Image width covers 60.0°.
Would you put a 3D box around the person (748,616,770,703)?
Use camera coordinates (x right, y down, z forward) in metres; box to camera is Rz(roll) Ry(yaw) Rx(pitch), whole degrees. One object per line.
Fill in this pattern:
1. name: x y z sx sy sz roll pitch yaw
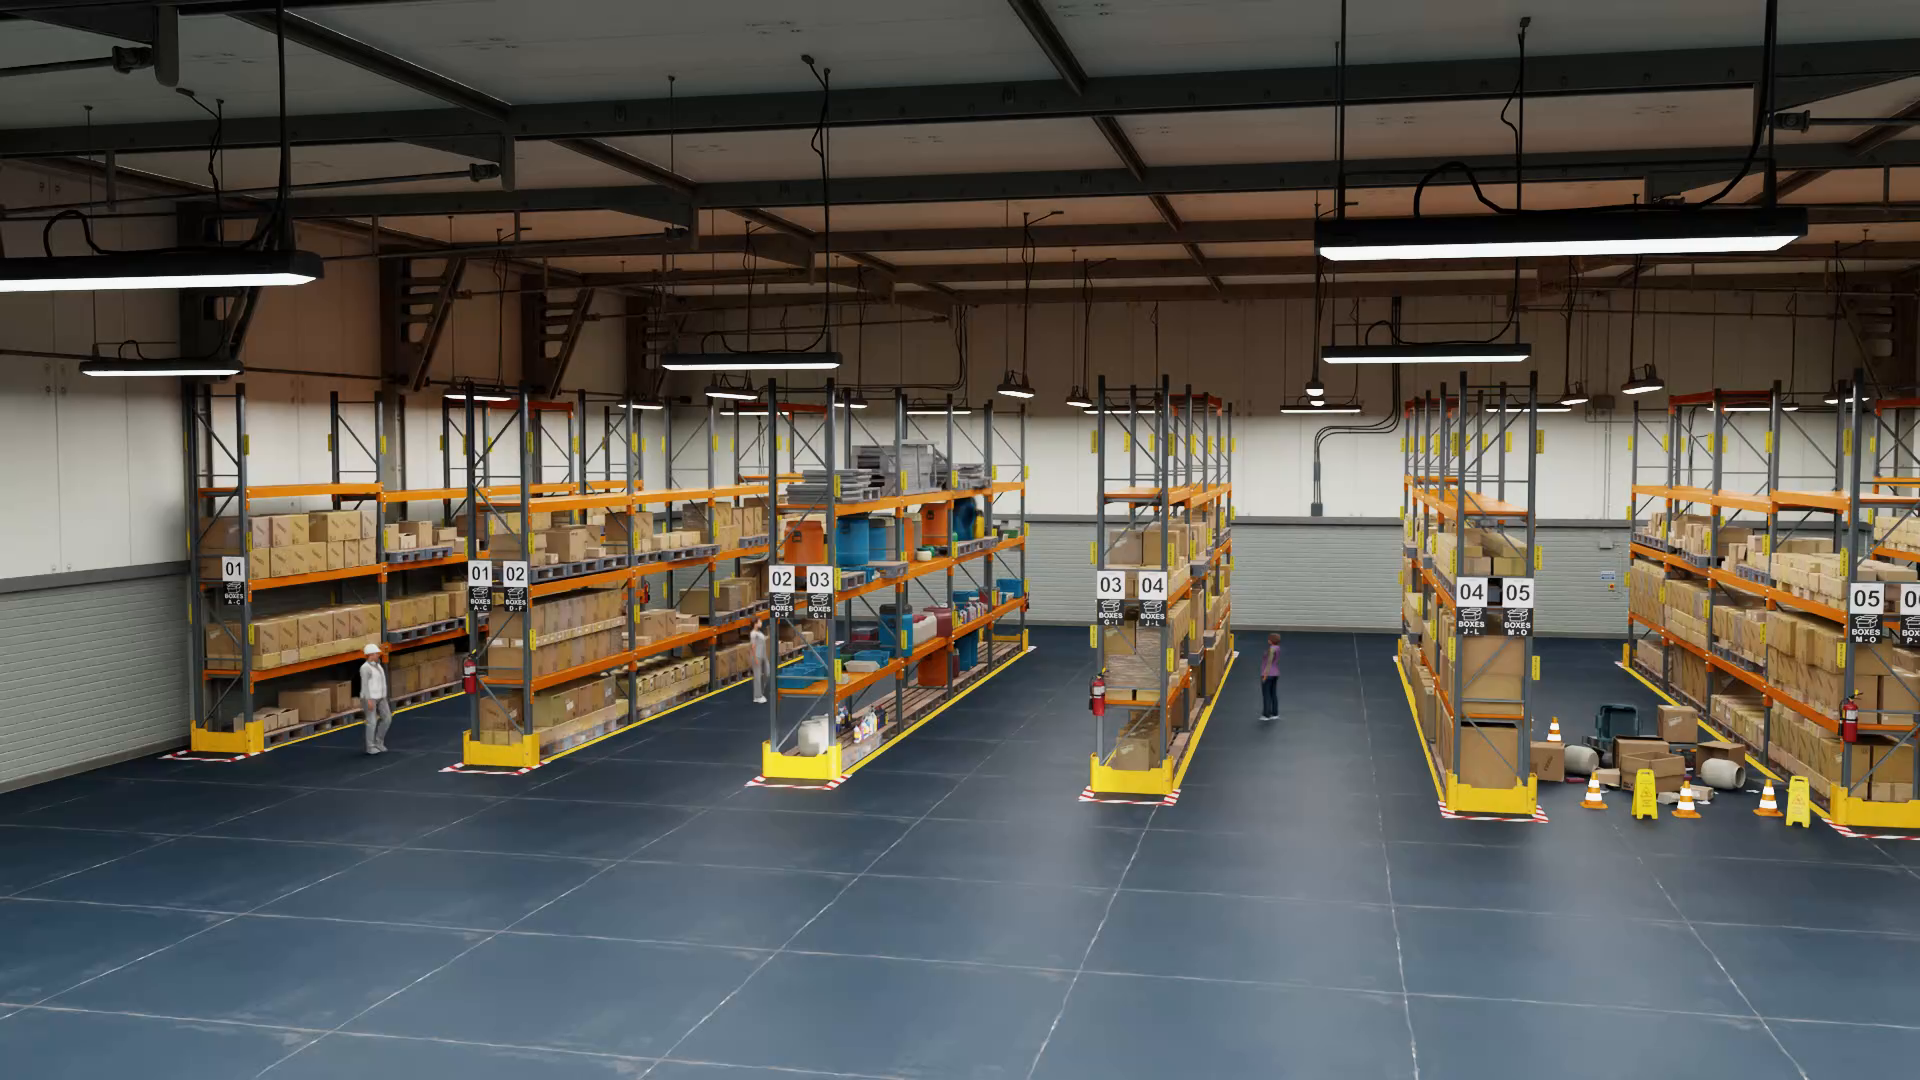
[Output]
1. person: -3.927 2.325 32.456 0.464 1.689 0.519 1 3 21

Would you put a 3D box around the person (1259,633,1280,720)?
1. person: 5.634 2.482 30.223 0.353 1.607 0.429 3 4 43

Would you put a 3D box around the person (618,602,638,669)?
1. person: -6.943 2.178 34.658 0.597 1.763 0.562 3 4 43

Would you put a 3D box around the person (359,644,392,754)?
1. person: -9.539 2.596 27.057 0.417 1.821 0.579 1 4 22
